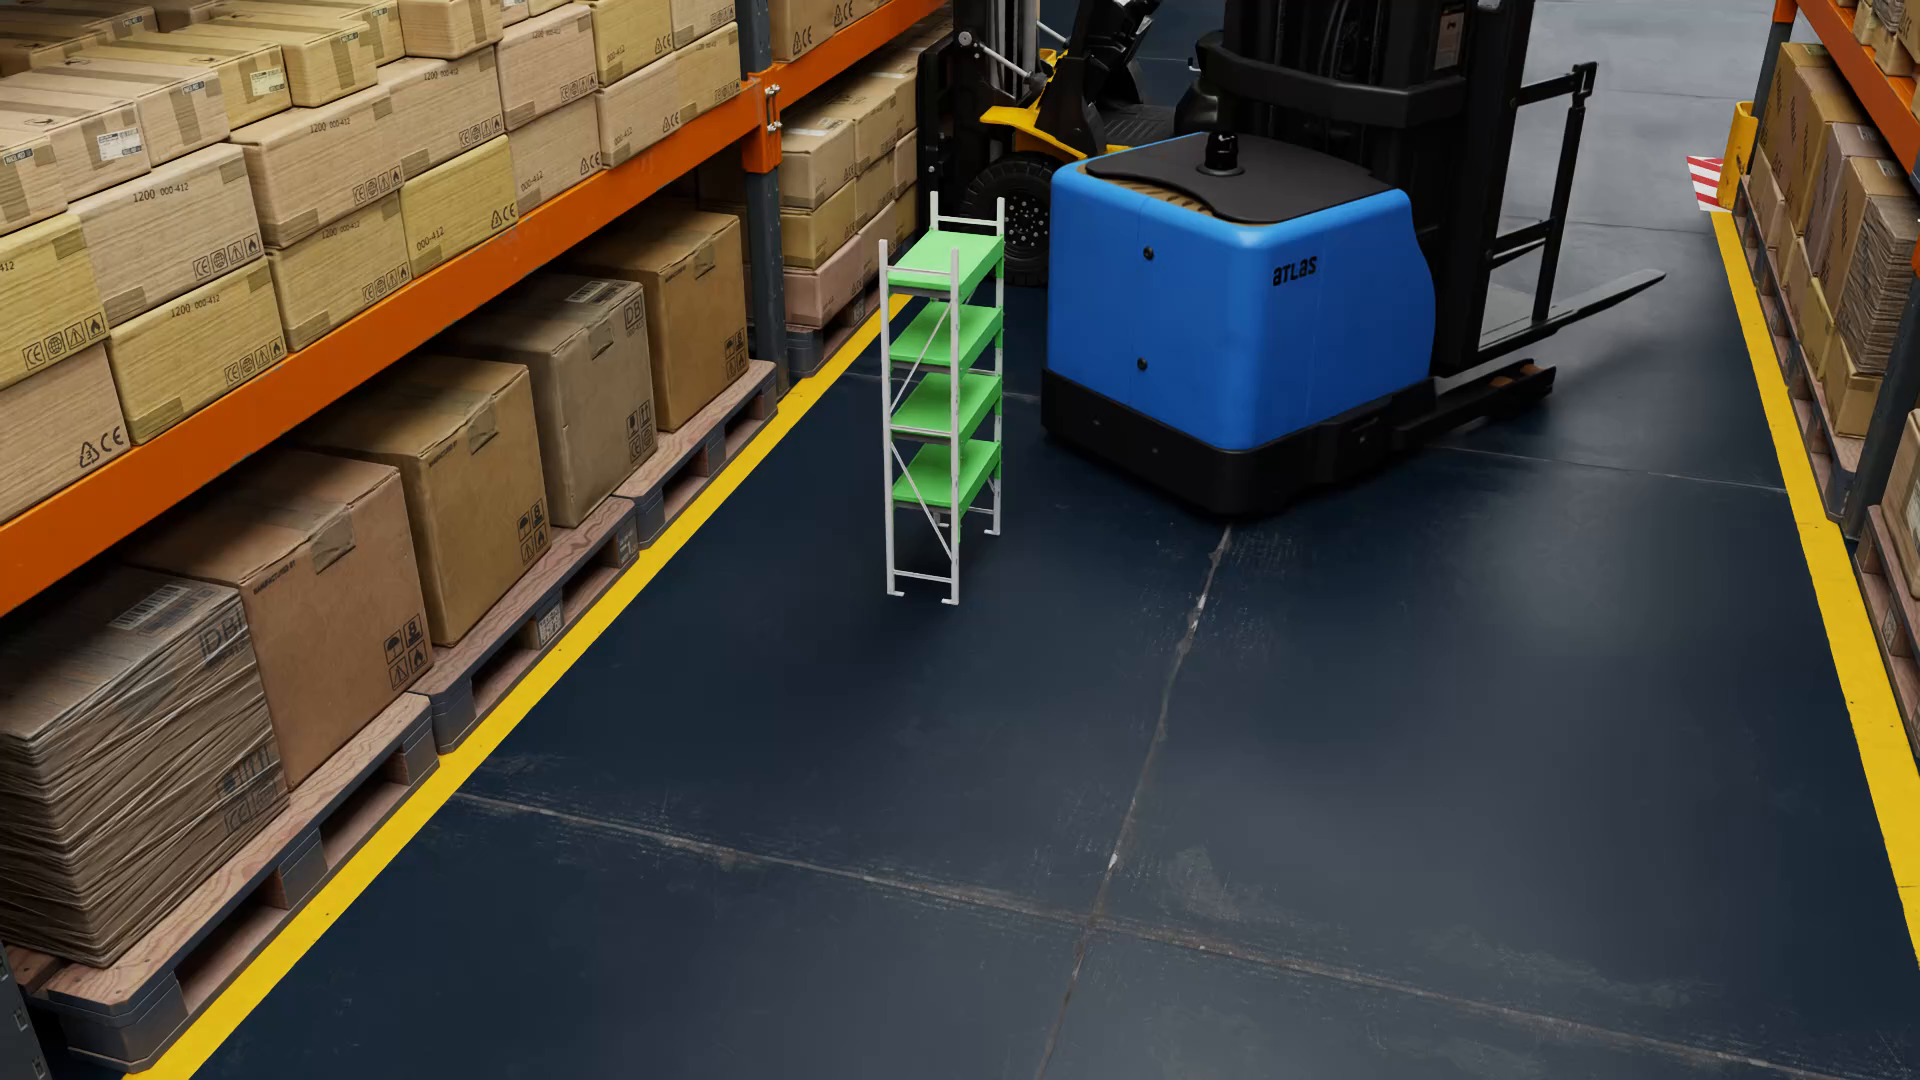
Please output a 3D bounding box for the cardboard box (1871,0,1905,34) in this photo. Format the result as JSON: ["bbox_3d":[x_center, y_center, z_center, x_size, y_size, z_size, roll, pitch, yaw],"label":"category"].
[{"bbox_3d":[3.735,-2.160,6.138,0.500,0.500,0.500,9,30,16],"label":"cardboard box"}]

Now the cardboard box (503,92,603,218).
[{"bbox_3d":[-1.411,-1.171,4.923,0.500,0.250,0.500,9,30,15],"label":"cardboard box"}]

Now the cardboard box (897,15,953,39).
[{"bbox_3d":[-0.142,-2.514,8.551,0.500,0.250,0.500,9,30,16],"label":"cardboard box"}]

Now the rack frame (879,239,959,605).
[{"bbox_3d":[-0.120,-0.334,5.116,0.240,1.200,0.015,8,30,15],"label":"rack frame"}]

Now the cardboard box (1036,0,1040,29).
[{"bbox_3d":[0.141,-2.988,9.403,0.500,0.250,0.500,10,30,17],"label":"cardboard box"}]

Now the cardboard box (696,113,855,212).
[{"bbox_3d":[-0.754,-1.567,6.850,0.500,0.250,0.500,8,30,14],"label":"cardboard box"}]

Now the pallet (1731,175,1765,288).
[{"bbox_3d":[4.430,-1.494,8.219,1.003,0.211,1.213,8,30,15],"label":"pallet"}]

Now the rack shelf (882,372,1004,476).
[{"bbox_3d":[-0.049,-0.392,5.351,0.258,0.148,0.480,8,30,15],"label":"rack shelf"}]

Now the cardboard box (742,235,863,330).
[{"bbox_3d":[-0.738,-1.128,7.088,0.500,0.250,0.500,9,30,15],"label":"cardboard box"}]

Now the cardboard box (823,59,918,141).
[{"bbox_3d":[-0.459,-2.036,7.693,0.500,0.250,0.500,10,30,17],"label":"cardboard box"}]

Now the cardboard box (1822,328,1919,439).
[{"bbox_3d":[3.467,-0.557,6.062,0.500,0.250,0.500,10,31,17],"label":"cardboard box"}]

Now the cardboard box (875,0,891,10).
[{"bbox_3d":[-0.532,-2.661,7.345,0.500,0.500,0.500,8,30,14],"label":"cardboard box"}]

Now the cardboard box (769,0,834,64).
[{"bbox_3d":[-0.816,-2.181,6.482,0.500,0.500,0.500,8,30,13],"label":"cardboard box"}]

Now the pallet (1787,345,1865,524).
[{"bbox_3d":[3.713,-0.360,6.181,1.003,0.211,1.213,8,30,15],"label":"pallet"}]

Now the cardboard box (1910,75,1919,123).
[{"bbox_3d":[3.420,-1.462,5.551,0.380,0.149,0.250,9,30,16],"label":"cardboard box"}]

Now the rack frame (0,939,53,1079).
[{"bbox_3d":[-2.367,-0.109,2.860,0.949,2.616,0.053,8,30,15],"label":"rack frame"}]

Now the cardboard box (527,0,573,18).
[{"bbox_3d":[-1.352,-1.622,4.811,0.380,0.149,0.250,8,30,14],"label":"cardboard box"}]

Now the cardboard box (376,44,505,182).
[{"bbox_3d":[-1.562,-1.148,4.368,0.500,0.250,0.500,9,30,16],"label":"cardboard box"}]

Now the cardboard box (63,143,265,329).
[{"bbox_3d":[-1.858,-0.666,3.502,0.500,0.250,0.500,9,30,16],"label":"cardboard box"}]

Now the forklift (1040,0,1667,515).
[{"bbox_3d":[1.775,-1.944,6.230,3.031,2.935,1.130,-21,36,-33],"label":"forklift"}]

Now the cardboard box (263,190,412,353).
[{"bbox_3d":[-1.709,-0.689,4.057,0.500,0.250,0.500,8,30,13],"label":"cardboard box"}]

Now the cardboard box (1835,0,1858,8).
[{"bbox_3d":[4.048,-2.415,7.264,0.380,0.149,0.250,9,30,16],"label":"cardboard box"}]

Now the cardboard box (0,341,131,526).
[{"bbox_3d":[-2.006,-0.215,3.206,0.500,0.250,0.500,9,30,15],"label":"cardboard box"}]

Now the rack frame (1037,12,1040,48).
[{"bbox_3d":[-0.022,-3.827,9.544,1.000,3.000,0.127,8,30,15],"label":"rack frame"}]

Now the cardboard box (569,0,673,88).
[{"bbox_3d":[-1.240,-1.617,5.210,0.500,0.250,0.500,8,30,14],"label":"cardboard box"}]

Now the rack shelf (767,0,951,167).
[{"bbox_3d":[-0.609,-2.584,8.049,1.077,0.370,4.000,8,30,15],"label":"rack shelf"}]

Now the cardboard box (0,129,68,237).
[{"bbox_3d":[-1.918,-0.667,3.093,0.380,0.149,0.250,9,30,16],"label":"cardboard box"}]

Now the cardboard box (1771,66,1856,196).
[{"bbox_3d":[4.067,-1.840,7.598,0.500,0.500,0.500,7,30,13],"label":"cardboard box"}]

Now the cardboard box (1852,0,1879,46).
[{"bbox_3d":[3.793,-2.057,6.620,0.380,0.149,0.250,9,30,15],"label":"cardboard box"}]

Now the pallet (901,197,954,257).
[{"bbox_3d":[-0.566,-1.682,8.557,1.003,0.211,1.213,8,30,15],"label":"pallet"}]

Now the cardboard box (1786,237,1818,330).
[{"bbox_3d":[3.767,-1.041,6.933,0.500,0.250,0.500,9,30,16],"label":"cardboard box"}]

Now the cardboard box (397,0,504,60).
[{"bbox_3d":[-1.435,-1.373,4.362,0.380,0.149,0.250,8,30,14],"label":"cardboard box"}]

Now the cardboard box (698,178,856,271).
[{"bbox_3d":[-0.759,-1.350,6.973,0.500,0.250,0.500,8,30,15],"label":"cardboard box"}]

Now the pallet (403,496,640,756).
[{"bbox_3d":[-1.731,0.167,5.233,1.003,0.211,1.213,8,30,15],"label":"pallet"}]

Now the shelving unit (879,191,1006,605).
[{"bbox_3d":[-0.049,-0.447,5.320,0.258,1.200,0.503,8,30,15],"label":"shelving unit"}]

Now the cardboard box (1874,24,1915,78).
[{"bbox_3d":[3.648,-1.818,6.190,0.380,0.149,0.250,8,30,14],"label":"cardboard box"}]

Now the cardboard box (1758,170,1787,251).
[{"bbox_3d":[4.066,-1.531,7.813,0.500,0.250,0.500,10,30,17],"label":"cardboard box"}]

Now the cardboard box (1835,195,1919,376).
[{"bbox_3d":[3.467,-0.885,5.880,0.500,0.500,0.500,8,30,14],"label":"cardboard box"}]

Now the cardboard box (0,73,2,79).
[{"bbox_3d":[-2.358,-0.990,3.674,0.380,0.149,0.250,8,30,14],"label":"cardboard box"}]

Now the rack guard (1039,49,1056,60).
[{"bbox_3d":[-0.015,-2.746,10.172,1.175,0.500,0.348,8,30,15],"label":"rack guard"}]

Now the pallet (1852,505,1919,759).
[{"bbox_3d":[3.323,0.319,4.960,1.003,0.211,1.213,8,30,15],"label":"pallet"}]

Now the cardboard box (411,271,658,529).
[{"bbox_3d":[-1.574,-0.511,5.593,0.875,0.625,0.625,8,30,14],"label":"cardboard box"}]

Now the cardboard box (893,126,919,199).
[{"bbox_3d":[-0.454,-1.816,7.811,0.500,0.250,0.500,8,30,14],"label":"cardboard box"}]

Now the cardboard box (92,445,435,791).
[{"bbox_3d":[-1.990,0.152,4.402,0.875,0.625,0.625,9,30,17],"label":"cardboard box"}]

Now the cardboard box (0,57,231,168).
[{"bbox_3d":[-1.802,-0.913,3.536,0.380,0.149,0.250,9,30,15],"label":"cardboard box"}]

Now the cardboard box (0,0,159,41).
[{"bbox_3d":[-2.214,-1.228,4.102,0.380,0.149,0.250,8,30,14],"label":"cardboard box"}]

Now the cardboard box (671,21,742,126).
[{"bbox_3d":[-1.094,-1.631,5.751,0.500,0.250,0.500,9,30,16],"label":"cardboard box"}]

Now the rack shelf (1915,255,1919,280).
[{"bbox_3d":[2.963,-0.018,3.437,1.077,0.370,4.000,8,30,15],"label":"rack shelf"}]

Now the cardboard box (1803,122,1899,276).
[{"bbox_3d":[3.763,-1.359,6.732,0.500,0.500,0.500,10,31,18],"label":"cardboard box"}]

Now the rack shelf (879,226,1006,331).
[{"bbox_3d":[-0.049,-0.811,5.118,0.258,0.148,0.480,8,30,15],"label":"rack shelf"}]

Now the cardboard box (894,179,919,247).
[{"bbox_3d":[-0.467,-1.607,7.950,0.500,0.250,0.500,9,30,16],"label":"cardboard box"}]

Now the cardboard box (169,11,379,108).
[{"bbox_3d":[-1.626,-1.144,3.951,0.380,0.149,0.250,9,30,16],"label":"cardboard box"}]

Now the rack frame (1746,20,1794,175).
[{"bbox_3d":[4.724,-3.121,8.274,1.000,3.000,0.127,8,30,15],"label":"rack frame"}]
